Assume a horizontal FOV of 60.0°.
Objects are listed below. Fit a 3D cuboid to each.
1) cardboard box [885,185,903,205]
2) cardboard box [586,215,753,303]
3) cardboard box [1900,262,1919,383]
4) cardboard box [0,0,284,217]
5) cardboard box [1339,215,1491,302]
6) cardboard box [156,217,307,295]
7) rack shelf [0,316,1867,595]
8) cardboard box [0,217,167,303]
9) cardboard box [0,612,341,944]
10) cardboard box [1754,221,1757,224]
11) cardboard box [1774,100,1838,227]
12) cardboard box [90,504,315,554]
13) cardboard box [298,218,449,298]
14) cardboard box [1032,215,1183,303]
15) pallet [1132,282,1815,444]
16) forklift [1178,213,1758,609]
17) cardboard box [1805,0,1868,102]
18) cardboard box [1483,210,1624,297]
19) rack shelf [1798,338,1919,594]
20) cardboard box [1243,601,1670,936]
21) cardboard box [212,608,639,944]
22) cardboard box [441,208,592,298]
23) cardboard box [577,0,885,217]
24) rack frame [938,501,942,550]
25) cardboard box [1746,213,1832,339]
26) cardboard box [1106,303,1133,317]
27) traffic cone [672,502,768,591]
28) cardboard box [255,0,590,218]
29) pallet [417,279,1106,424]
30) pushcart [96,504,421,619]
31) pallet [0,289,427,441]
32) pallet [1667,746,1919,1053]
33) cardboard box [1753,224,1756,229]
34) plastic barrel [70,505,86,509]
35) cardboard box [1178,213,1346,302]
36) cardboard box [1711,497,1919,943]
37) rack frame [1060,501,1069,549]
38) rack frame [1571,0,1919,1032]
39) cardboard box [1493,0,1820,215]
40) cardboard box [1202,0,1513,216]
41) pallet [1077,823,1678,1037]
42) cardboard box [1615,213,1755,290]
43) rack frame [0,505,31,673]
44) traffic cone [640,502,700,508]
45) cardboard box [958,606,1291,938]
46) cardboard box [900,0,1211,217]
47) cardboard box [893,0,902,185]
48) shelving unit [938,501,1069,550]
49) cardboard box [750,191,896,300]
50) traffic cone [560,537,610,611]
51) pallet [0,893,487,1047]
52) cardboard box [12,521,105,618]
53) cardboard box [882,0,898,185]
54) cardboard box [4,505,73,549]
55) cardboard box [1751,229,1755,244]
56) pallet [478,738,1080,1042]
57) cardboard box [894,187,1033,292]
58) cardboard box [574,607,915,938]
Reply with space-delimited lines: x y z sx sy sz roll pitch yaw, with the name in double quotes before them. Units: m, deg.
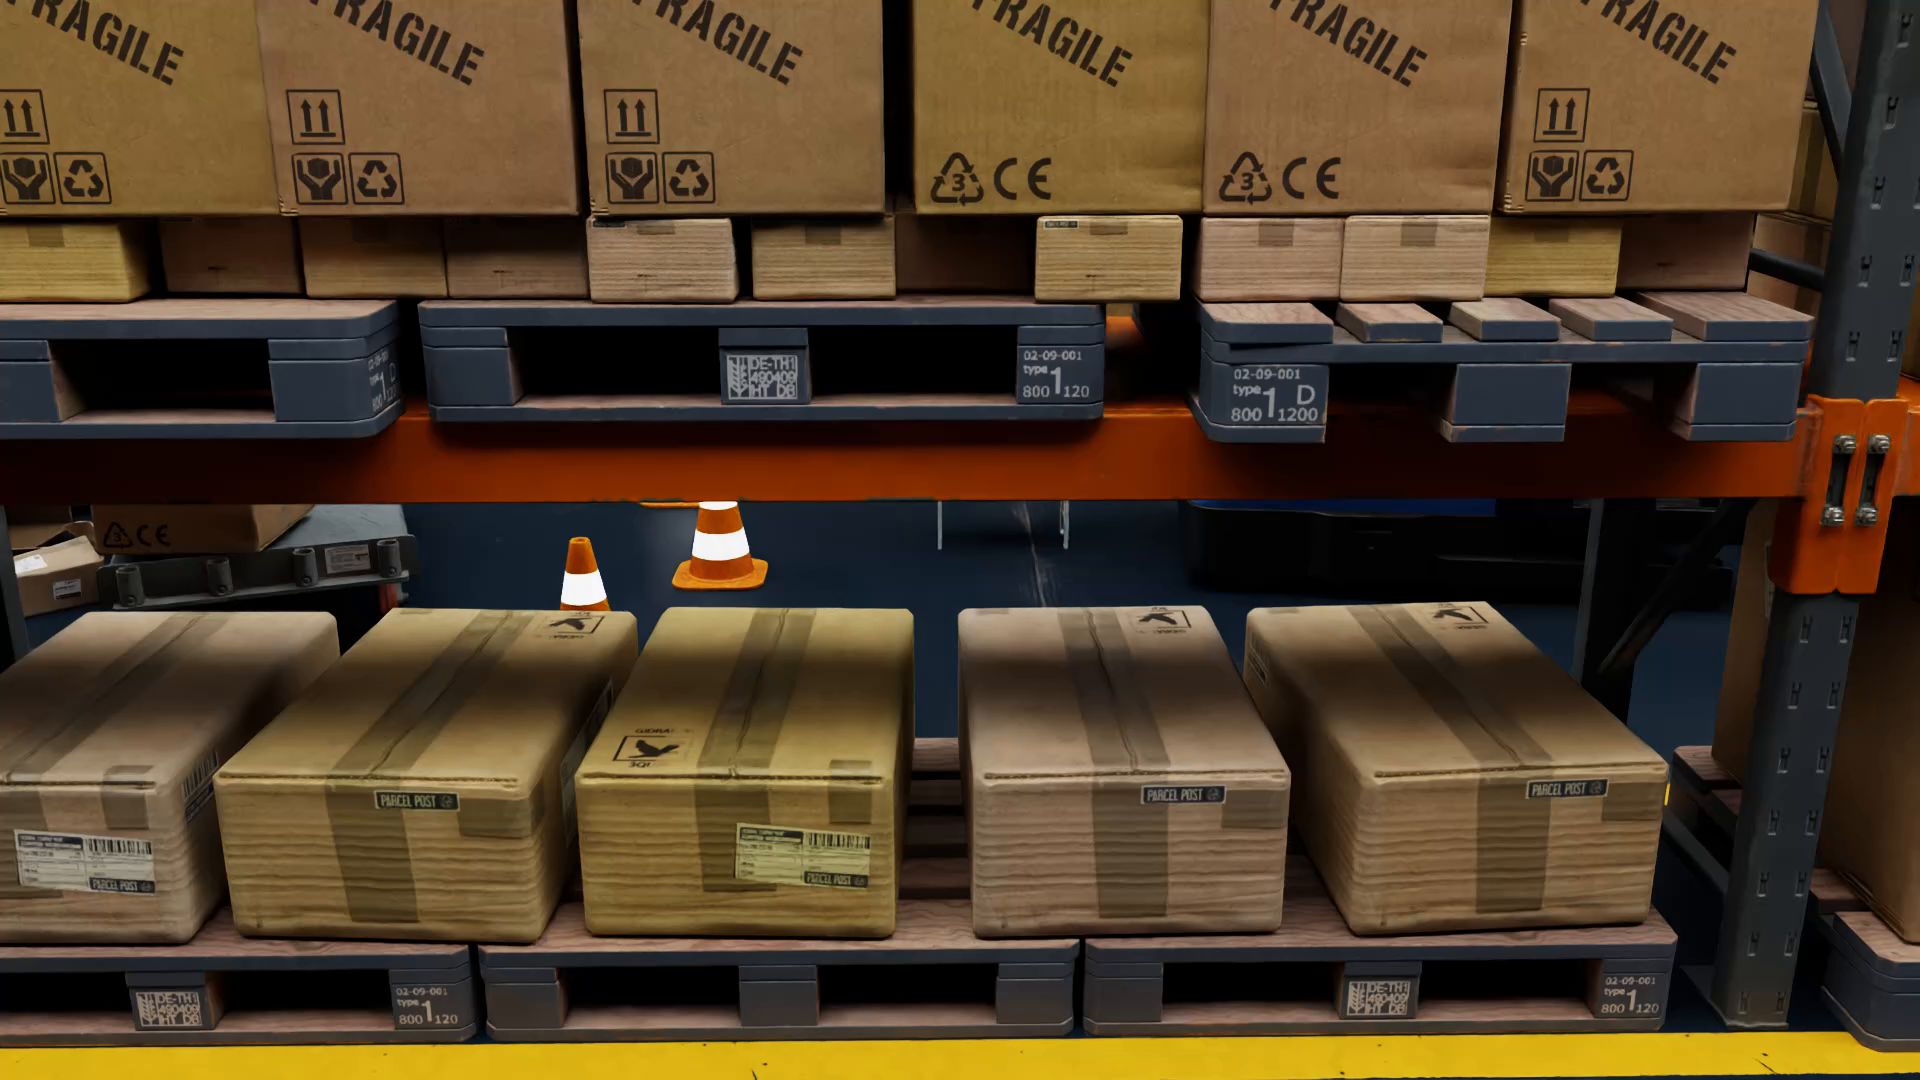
"cardboard box" -0.057 -0.698 3.536 0.250 0.149 0.380 0 18 1
"cardboard box" -0.512 -0.539 3.041 0.250 0.149 0.380 0 18 1
"cardboard box" 2.119 -0.428 3.217 0.500 0.250 0.500 -1 18 -2
"cardboard box" -1.400 -0.861 2.983 0.500 0.500 0.500 0 18 -1
"cardboard box" 0.784 -0.543 3.052 0.250 0.149 0.380 0 18 -1
"cardboard box" -1.284 -0.564 3.120 0.250 0.149 0.380 1 18 3
"rack shelf" -0.374 -0.222 3.506 4.000 0.370 1.077 0 18 -1
"cardboard box" -1.566 -0.540 3.043 0.250 0.149 0.380 0 18 0
"cardboard box" -1.849 0.493 3.714 0.625 0.372 0.950 0 18 0
"cardboard box" 4.171 -1.545 8.631 0.500 0.250 0.500 0 18 1
"cardboard box" 2.106 -0.821 3.622 0.500 0.250 0.500 0 18 -1
"cardboard box" -2.432 -0.269 5.327 0.500 0.500 0.500 0 18 -1
"cardboard box" -1.026 -0.553 3.084 0.250 0.149 0.380 0 18 0
"cardboard box" 0.257 -0.538 3.039 0.250 0.149 0.380 0 18 0
"pallet" 0.915 -0.447 3.343 1.003 0.211 1.213 0 18 -1
"forklift" 2.363 -1.326 5.882 3.031 2.935 1.130 2 18 5
"cardboard box" 2.139 -1.180 3.515 0.500 0.500 0.500 -1 18 -2
"cardboard box" 1.035 -0.558 3.099 0.250 0.149 0.380 0 18 0
"rack shelf" 3.626 -0.241 3.566 4.000 0.370 1.077 0 18 -1
"cardboard box" 1.061 0.477 3.765 0.625 0.372 0.950 -1 18 -5
"cardboard box" -1.131 0.489 3.728 0.625 0.372 0.950 1 18 3
"cardboard box" -0.779 -0.554 3.086 0.250 0.149 0.380 0 18 0
"cardboard box" -0.392 -0.865 2.996 0.500 0.500 0.500 -1 18 -3
"rack frame" -0.078 -0.571 6.363 0.015 1.200 0.240 0 18 -1
"cardboard box" 2.127 -0.584 3.704 0.500 0.250 0.500 -1 18 -3
"cardboard box" 0.836 -1.239 8.494 0.750 0.750 1.050 -1 18 -2
"traffic cone" -0.882 -0.087 6.062 0.334 0.463 0.336 0 18 -1
"cardboard box" -0.905 -0.859 2.978 0.500 0.500 0.500 0 18 -1
"pallet" -0.353 -0.461 3.387 1.213 0.211 1.003 0 18 -1
"pushcart" -2.460 -0.002 5.937 0.936 0.377 1.648 -7 19 -20
"pallet" -1.607 -0.423 3.268 1.213 0.211 1.003 0 18 -1
"pallet" 2.415 0.773 3.792 1.213 0.211 1.003 0 18 -1
"cardboard box" 4.191 -1.392 8.154 0.500 0.250 0.500 1 18 2
"plastic barrel" -3.663 -0.365 6.993 0.421 0.421 0.512 14 22 37
"cardboard box" 0.532 -0.544 3.056 0.250 0.149 0.380 -1 18 -3
"cardboard box" 2.318 0.260 3.618 0.875 0.875 0.875 0 18 -1
"rack frame" 0.409 -0.573 6.370 0.015 1.200 0.240 0 18 -1
"rack frame" 1.626 -0.574 3.426 0.127 3.000 1.000 0 18 -1
"cardboard box" 1.176 -0.876 3.030 0.500 0.500 0.500 -1 18 -2
"cardboard box" 0.659 -0.870 3.012 0.500 0.500 0.500 -1 18 -2
"pallet" 0.844 0.757 3.842 1.213 0.211 1.003 0 18 -1
"cardboard box" 1.302 -0.581 3.172 0.250 0.149 0.380 0 18 1
"rack frame" -2.374 -0.555 3.366 0.127 3.000 1.000 0 18 -1
"traffic cone" -1.188 -0.403 7.047 0.334 0.463 0.336 0 18 -1
"cardboard box" 0.323 0.483 3.746 0.625 0.372 0.950 -1 18 -2
"cardboard box" 0.154 -0.867 3.003 0.500 0.500 0.500 -1 18 -5
"cardboard box" 0.120 -1.022 3.486 0.500 0.500 0.500 0 18 0
"shelving unit" 0.166 -0.572 6.367 0.503 1.200 0.258 0 18 -1
"cardboard box" -0.246 -0.549 3.073 0.250 0.149 0.380 -1 18 -3
"traffic cone" -1.156 0.220 5.105 0.334 0.463 0.336 0 18 -1
"pallet" -1.595 0.769 3.805 1.213 0.211 1.003 0 18 -1
"cardboard box" -3.222 0.096 5.815 0.396 0.266 0.258 -15 23 -39
"cardboard box" -0.380 -1.022 3.486 0.500 0.500 0.500 -1 18 -3
"cardboard box" -3.722 -0.200 6.125 0.503 0.637 0.797 0 18 -1
"cardboard box" 3.663 -1.385 8.133 0.500 0.250 0.500 -1 18 -3
"pallet" -0.372 0.762 3.826 1.213 0.211 1.003 0 18 -1
"cardboard box" 0.004 -0.576 3.155 0.250 0.149 0.380 0 18 0
"cardboard box" -0.435 0.485 3.740 0.625 0.372 0.950 0 18 1
